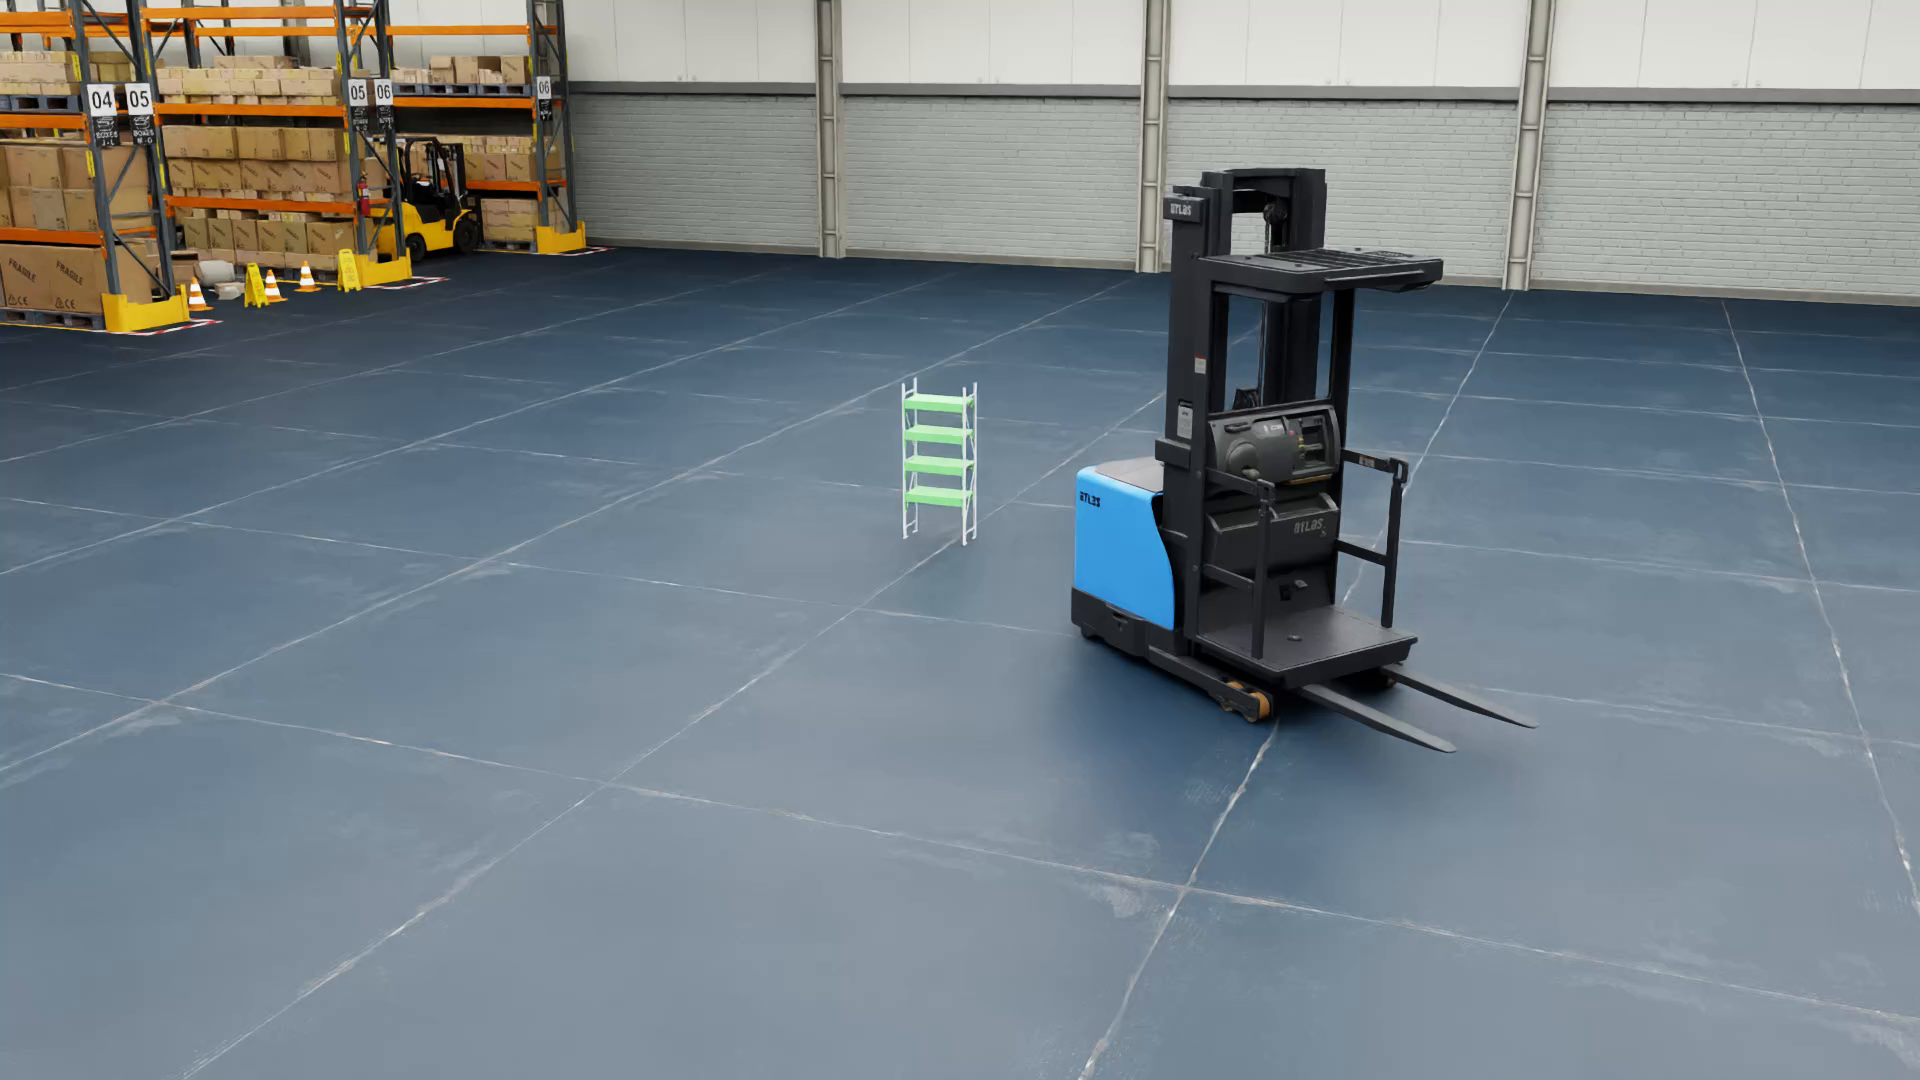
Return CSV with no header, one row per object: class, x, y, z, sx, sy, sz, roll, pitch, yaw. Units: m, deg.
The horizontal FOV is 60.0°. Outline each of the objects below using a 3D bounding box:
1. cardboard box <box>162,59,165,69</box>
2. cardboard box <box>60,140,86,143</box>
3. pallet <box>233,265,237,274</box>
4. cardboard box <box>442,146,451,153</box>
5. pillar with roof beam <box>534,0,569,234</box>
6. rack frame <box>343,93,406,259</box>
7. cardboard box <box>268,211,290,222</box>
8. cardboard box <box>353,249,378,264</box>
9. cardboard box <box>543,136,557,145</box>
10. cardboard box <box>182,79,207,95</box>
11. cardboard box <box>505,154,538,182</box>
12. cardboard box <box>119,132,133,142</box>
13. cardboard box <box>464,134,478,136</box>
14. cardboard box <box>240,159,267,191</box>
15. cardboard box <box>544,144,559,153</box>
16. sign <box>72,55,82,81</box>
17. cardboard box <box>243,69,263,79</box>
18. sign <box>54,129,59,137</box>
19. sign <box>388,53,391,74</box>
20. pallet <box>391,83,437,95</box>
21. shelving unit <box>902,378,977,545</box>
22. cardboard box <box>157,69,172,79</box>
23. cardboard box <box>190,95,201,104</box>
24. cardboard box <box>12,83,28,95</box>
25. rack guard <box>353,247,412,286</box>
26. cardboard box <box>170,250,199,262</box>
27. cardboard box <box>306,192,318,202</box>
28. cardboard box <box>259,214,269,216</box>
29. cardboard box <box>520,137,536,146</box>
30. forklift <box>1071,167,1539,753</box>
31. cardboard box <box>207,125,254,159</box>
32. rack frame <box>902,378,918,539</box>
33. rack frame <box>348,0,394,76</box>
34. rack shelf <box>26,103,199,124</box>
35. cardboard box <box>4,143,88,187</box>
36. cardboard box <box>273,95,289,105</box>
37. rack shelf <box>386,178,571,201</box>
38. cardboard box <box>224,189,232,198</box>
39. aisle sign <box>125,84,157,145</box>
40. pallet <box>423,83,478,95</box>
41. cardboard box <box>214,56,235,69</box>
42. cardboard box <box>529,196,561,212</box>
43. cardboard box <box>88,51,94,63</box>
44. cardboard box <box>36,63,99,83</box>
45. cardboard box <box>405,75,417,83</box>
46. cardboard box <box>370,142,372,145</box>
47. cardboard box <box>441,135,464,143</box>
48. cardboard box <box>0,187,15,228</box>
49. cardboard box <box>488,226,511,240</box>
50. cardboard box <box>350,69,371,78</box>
cardboard box,-14.007,-8.110,28.466,0.500,0.250,0.500,6,17,19
cardboard box,-15.084,-6.626,28.650,0.500,0.500,0.500,6,17,19
pallet,-12.505,-4.689,28.445,1.213,0.211,1.003,6,17,21
cardboard box,-9.694,-7.470,31.683,0.250,0.149,0.380,6,17,19
pillar with roof beam,-9.501,-9.035,27.656,0.400,9.000,9.100,6,17,21
rack frame,-9.422,-5.678,26.852,0.127,3.000,1.000,6,17,21
cardboard box,-11.106,-5.319,27.286,0.250,0.149,0.380,7,18,23
cardboard box,-10.071,-4.713,27.708,0.500,0.250,0.500,6,17,20
cardboard box,-7.838,-7.558,31.451,0.250,0.149,0.380,6,17,20
cardboard box,-12.351,-7.432,27.249,0.500,0.250,0.500,6,17,20
cardboard box,-8.158,-6.996,31.212,0.500,0.500,0.500,6,17,19
cardboard box,-14.301,-6.847,28.249,0.250,0.149,0.380,6,17,19
cardboard box,-9.514,-7.750,32.111,0.250,0.149,0.380,7,18,22
cardboard box,-11.421,-6.014,27.297,0.500,0.500,0.500,6,17,21
cardboard box,-7.825,-7.427,31.534,0.250,0.149,0.380,6,17,19
sign,-11.356,-6.072,21.384,0.005,0.325,0.100,6,17,21
cardboard box,-11.284,-7.487,26.723,0.250,0.149,0.380,7,18,22
sign,-18.959,-8.468,34.908,0.005,0.325,0.100,6,17,21
sign,-9.223,-7.679,26.797,0.005,0.325,0.100,6,17,21
pallet,-10.522,-8.692,32.014,1.213,0.211,1.003,6,17,21
shelving unit,-0.154,-0.593,12.565,0.503,1.200,0.258,6,17,21
cardboard box,-12.970,-7.673,27.364,0.250,0.149,0.380,6,17,20
cardboard box,-12.449,-7.274,27.418,0.250,0.149,0.380,6,17,21
cardboard box,-12.286,-5.978,22.022,0.250,0.149,0.380,6,17,21
rack guard,-9.493,-4.485,27.227,0.348,0.500,1.175,6,17,21
cardboard box,-12.645,-4.425,27.016,0.500,0.500,0.500,-9,18,-27
cardboard box,-10.355,-5.569,26.927,0.250,0.149,0.380,6,17,20
cardboard box,-12.020,-5.286,28.335,0.500,0.500,0.500,7,17,22
cardboard box,-8.015,-7.450,31.080,0.250,0.149,0.380,6,17,21
forklift,1.912,-0.547,9.301,1.130,2.935,3.031,-10,19,-30
cardboard box,-11.889,-6.541,27.317,0.500,0.500,0.700,6,17,19
rack frame,-0.381,-0.618,12.651,0.015,1.200,0.240,6,17,21
rack frame,-11.325,-10.256,31.861,0.127,3.000,1.000,6,17,21
rack shelf,-15.003,-7.387,28.648,4.000,0.370,1.077,6,17,21
cardboard box,-12.492,-5.147,22.818,0.550,0.550,0.875,6,17,21
cardboard box,-10.795,-7.071,26.721,0.250,0.149,0.380,6,17,20
rack shelf,-9.465,-6.825,32.093,4.000,0.370,1.077,6,17,21
cardboard box,-11.979,-5.766,27.606,0.250,0.149,0.380,6,17,20
aisle sign,-10.968,-5.703,22.275,0.004,0.787,0.394,6,17,21
pallet,-9.391,-8.567,31.582,1.213,0.211,1.003,6,17,21
cardboard box,-14.462,-9.385,33.129,0.500,0.500,0.500,6,17,21
cardboard box,-7.982,-6.425,31.811,0.500,0.250,0.500,6,17,20
cardboard box,-11.571,-6.479,22.318,0.250,0.149,0.380,6,17,21
cardboard box,-11.702,-6.122,21.806,0.500,0.250,0.500,7,17,21
cardboard box,-10.304,-8.741,31.541,0.250,0.149,0.380,7,18,22
cardboard box,-11.724,-7.712,32.515,0.250,0.149,0.380,7,18,23
cardboard box,-9.672,-7.636,31.719,0.250,0.149,0.380,6,17,21
cardboard box,-13.009,-4.666,23.097,0.500,0.550,0.875,6,17,21
cardboard box,-8.616,-5.866,31.679,0.500,0.250,0.500,6,17,21
cardboard box,-9.678,-7.470,26.665,0.250,0.149,0.380,6,17,20
